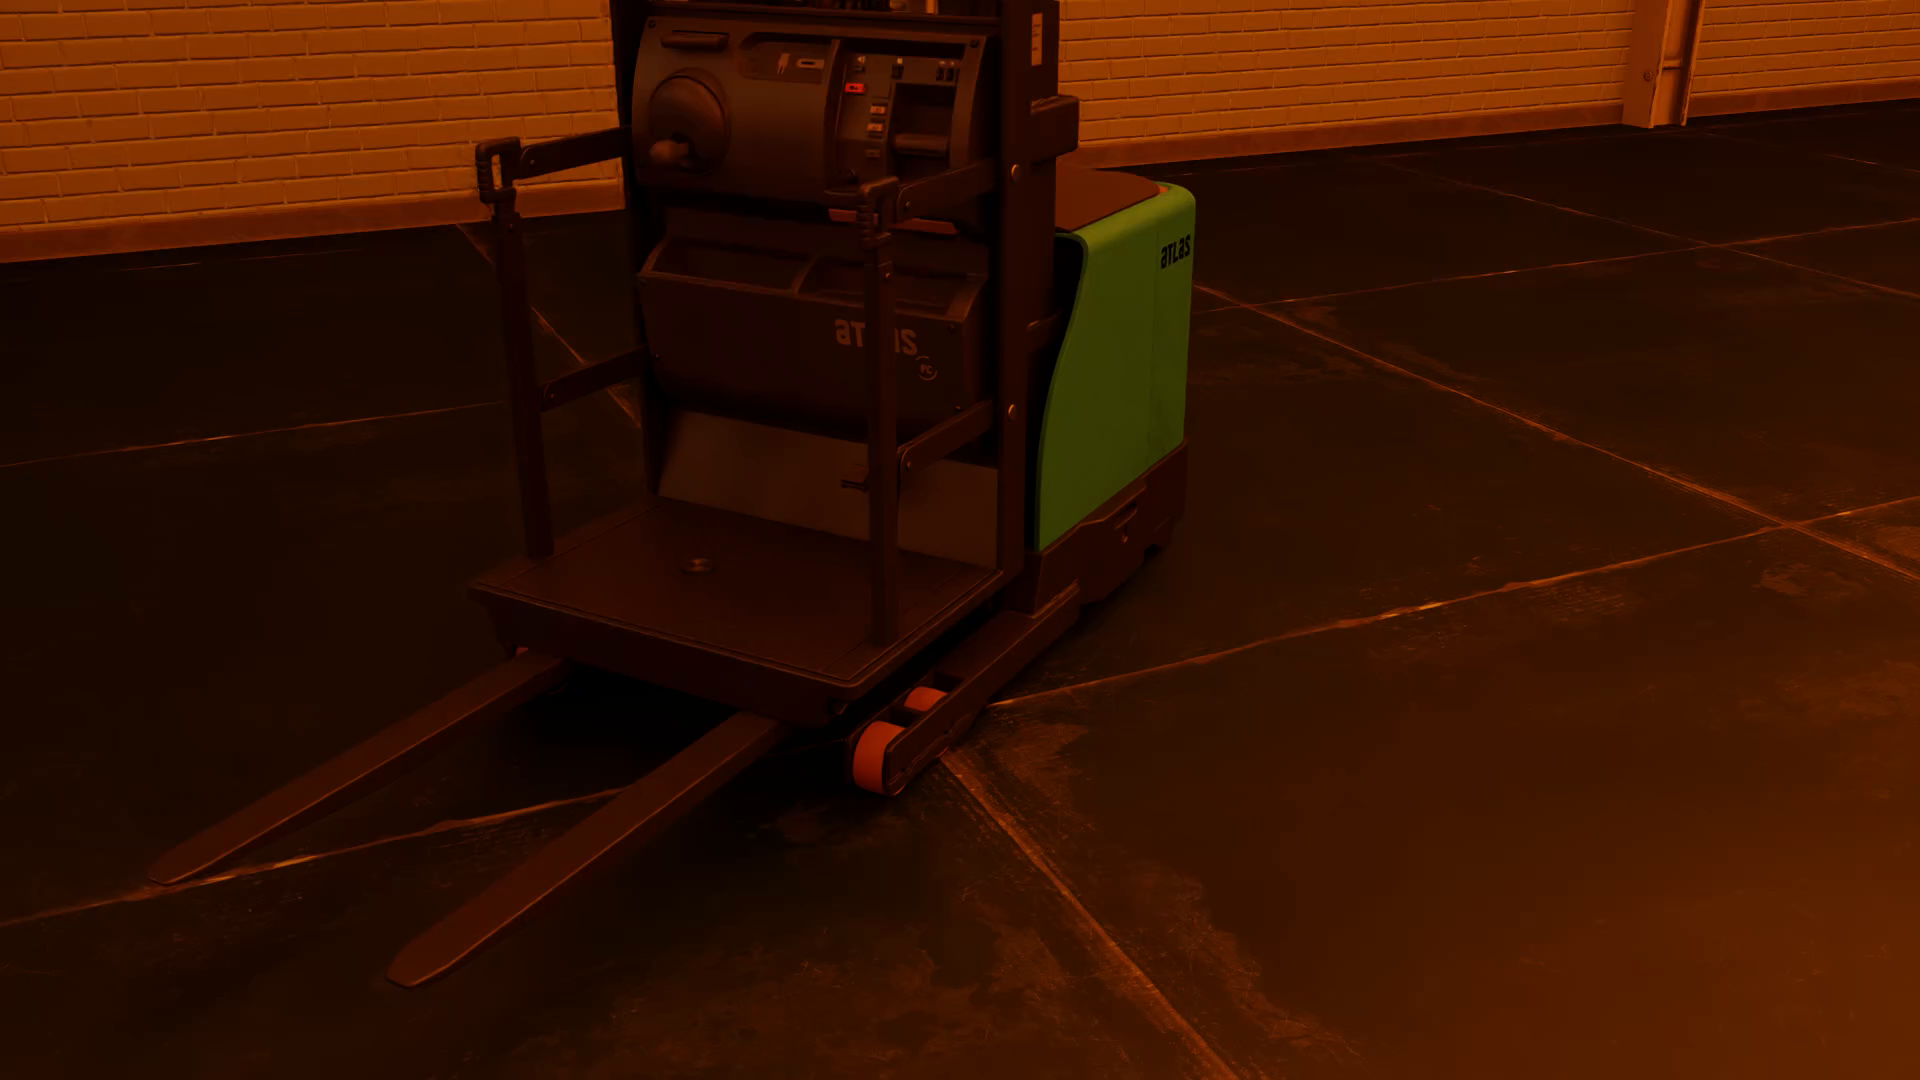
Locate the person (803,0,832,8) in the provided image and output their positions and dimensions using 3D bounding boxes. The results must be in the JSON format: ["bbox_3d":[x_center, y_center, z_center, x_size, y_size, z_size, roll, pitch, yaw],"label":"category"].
[{"bbox_3d":[-0.475,-1.127,5.755,0.484,1.596,0.780,-5,23,-11],"label":"person"}]

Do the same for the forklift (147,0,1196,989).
[{"bbox_3d":[-0.466,-0.978,3.640,1.130,2.935,3.031,12,25,27],"label":"forklift"}]
